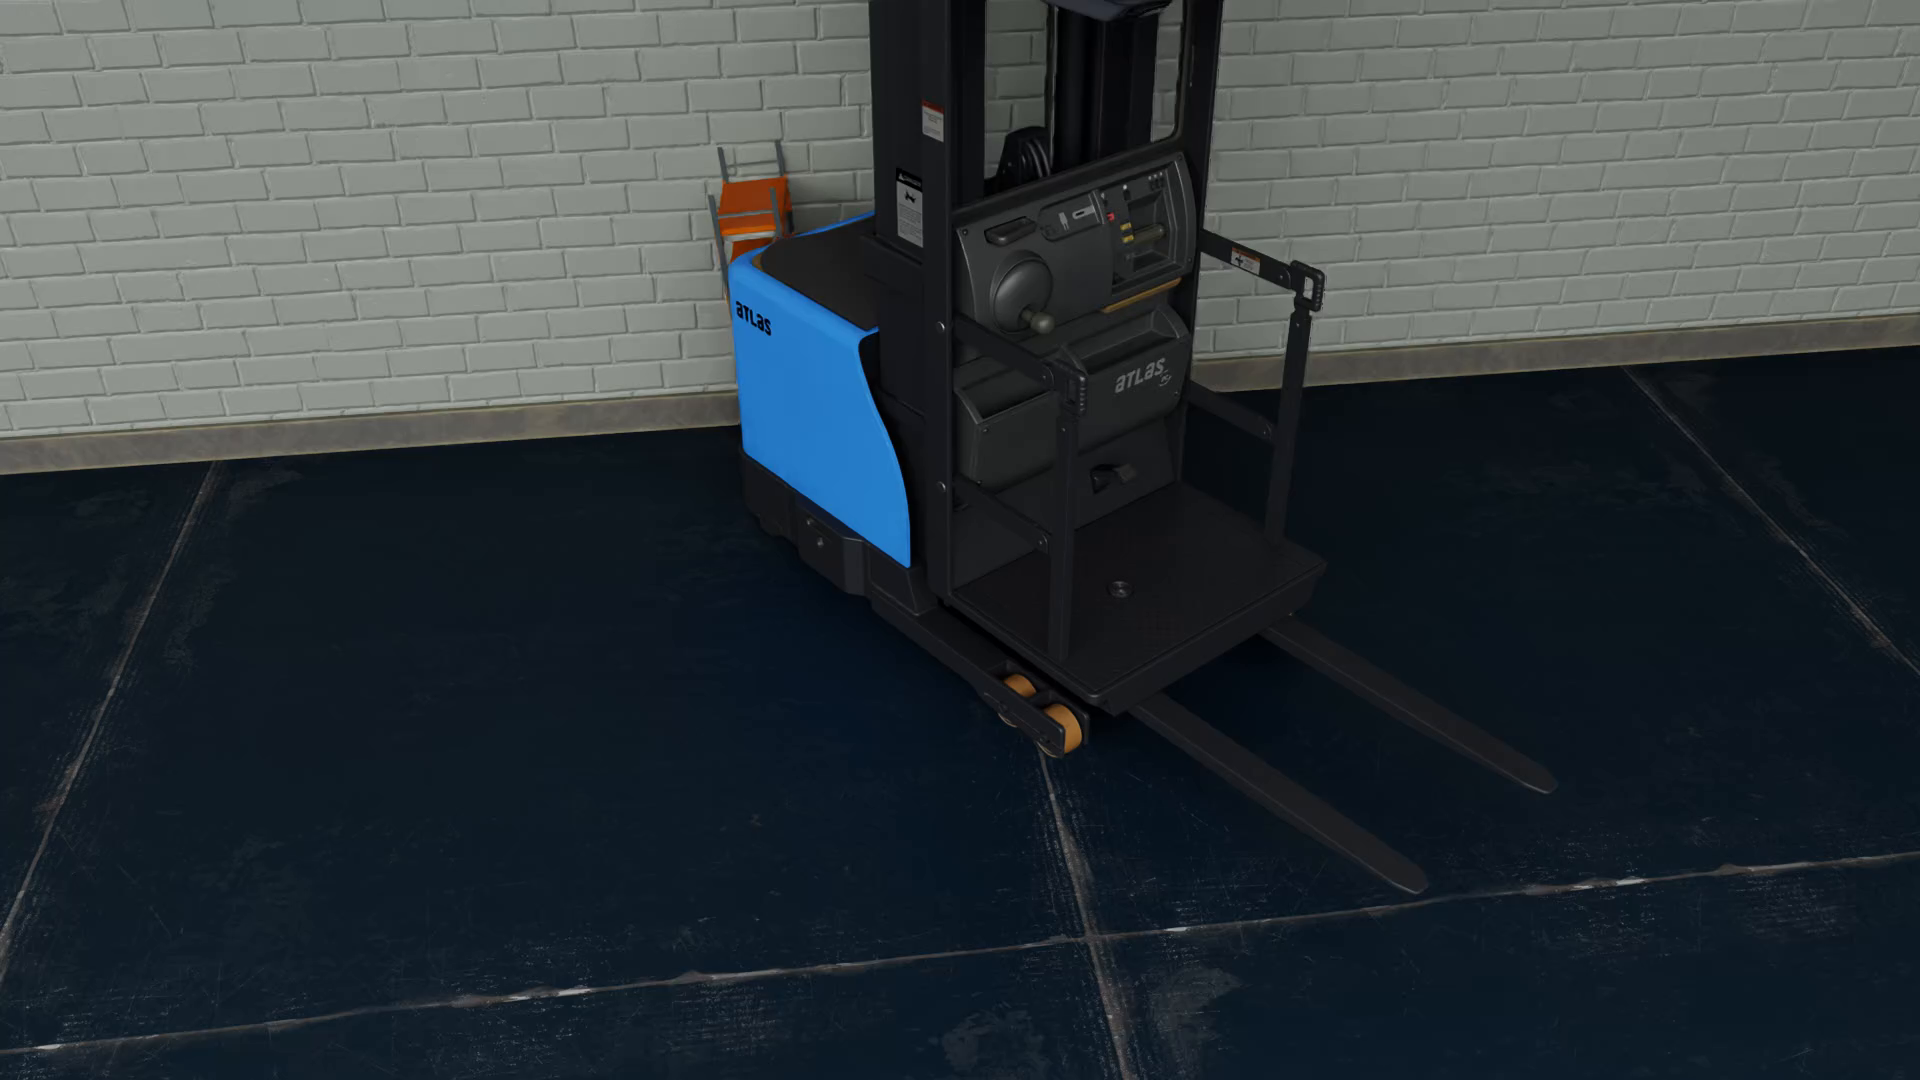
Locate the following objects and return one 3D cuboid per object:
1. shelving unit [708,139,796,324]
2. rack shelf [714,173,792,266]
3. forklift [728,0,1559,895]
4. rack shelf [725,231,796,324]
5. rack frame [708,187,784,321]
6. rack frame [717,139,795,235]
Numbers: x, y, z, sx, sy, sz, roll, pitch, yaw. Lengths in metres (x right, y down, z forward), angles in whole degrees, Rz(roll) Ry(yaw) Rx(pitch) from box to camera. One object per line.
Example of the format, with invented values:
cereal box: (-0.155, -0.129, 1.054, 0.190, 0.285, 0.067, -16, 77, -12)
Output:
shelving unit: (-0.731, -0.874, 6.431, 0.258, 1.200, 0.503, -6, 34, 0)
rack shelf: (-0.768, -1.198, 6.213, 0.258, 0.148, 0.480, -6, 34, 0)
forklift: (0.506, -0.849, 4.894, 1.130, 2.935, 3.031, -25, 42, -32)
rack shelf: (-0.746, -1.003, 6.345, 0.258, 0.148, 0.480, -6, 34, 0)
rack frame: (-0.718, -0.739, 6.229, 0.240, 1.200, 0.015, -6, 34, 0)
rack frame: (-0.744, -1.008, 6.634, 0.240, 1.200, 0.015, -6, 34, 0)
